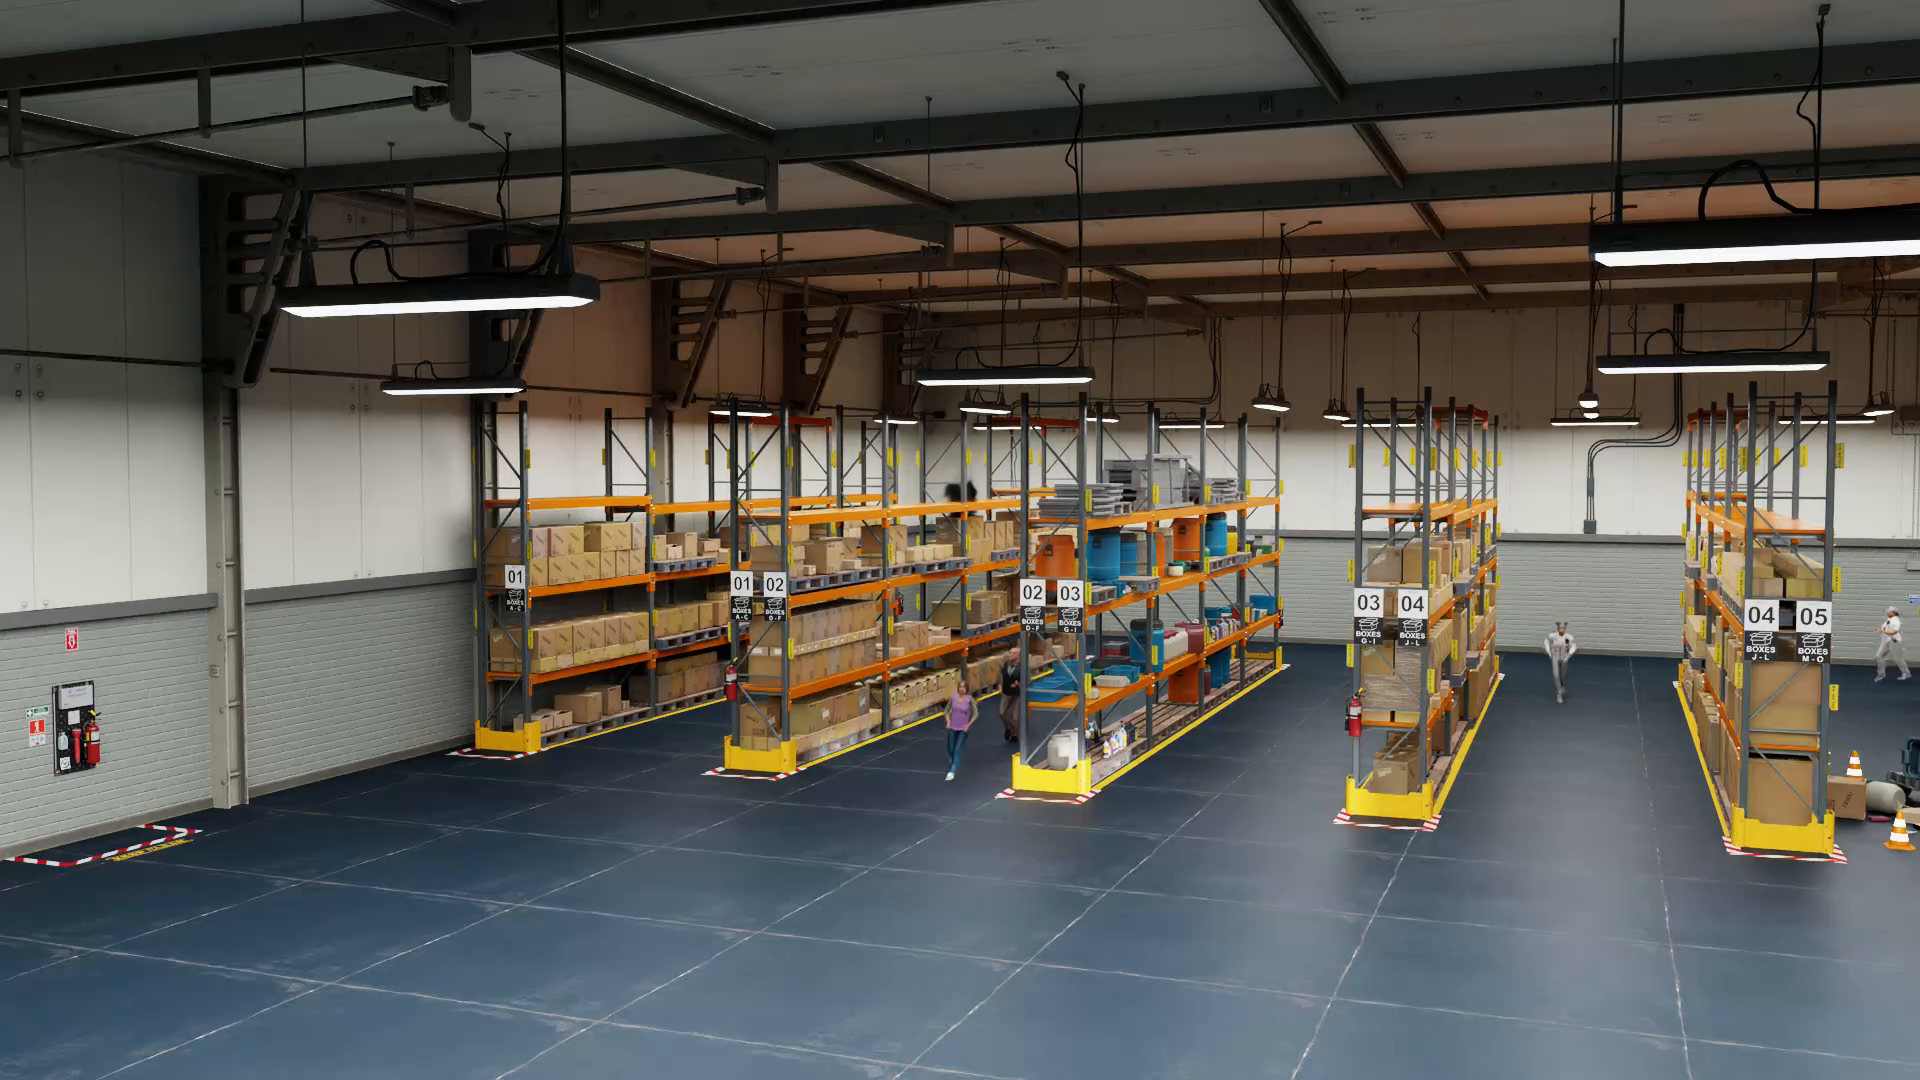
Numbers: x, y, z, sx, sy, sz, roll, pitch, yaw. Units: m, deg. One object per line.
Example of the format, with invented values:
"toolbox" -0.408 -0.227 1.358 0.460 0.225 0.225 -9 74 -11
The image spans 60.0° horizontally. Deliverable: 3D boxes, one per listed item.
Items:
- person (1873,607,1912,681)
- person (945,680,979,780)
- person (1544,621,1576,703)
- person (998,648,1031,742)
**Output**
"person" 20.965 2.353 37.374 0.758 1.723 0.580 0 3 6
"person" 0.019 2.975 26.092 0.552 1.568 0.492 0 3 9
"person" 12.465 2.496 34.548 0.632 1.671 0.982 1 3 21
"person" 0.934 2.730 29.198 0.658 1.678 0.659 1 3 20
